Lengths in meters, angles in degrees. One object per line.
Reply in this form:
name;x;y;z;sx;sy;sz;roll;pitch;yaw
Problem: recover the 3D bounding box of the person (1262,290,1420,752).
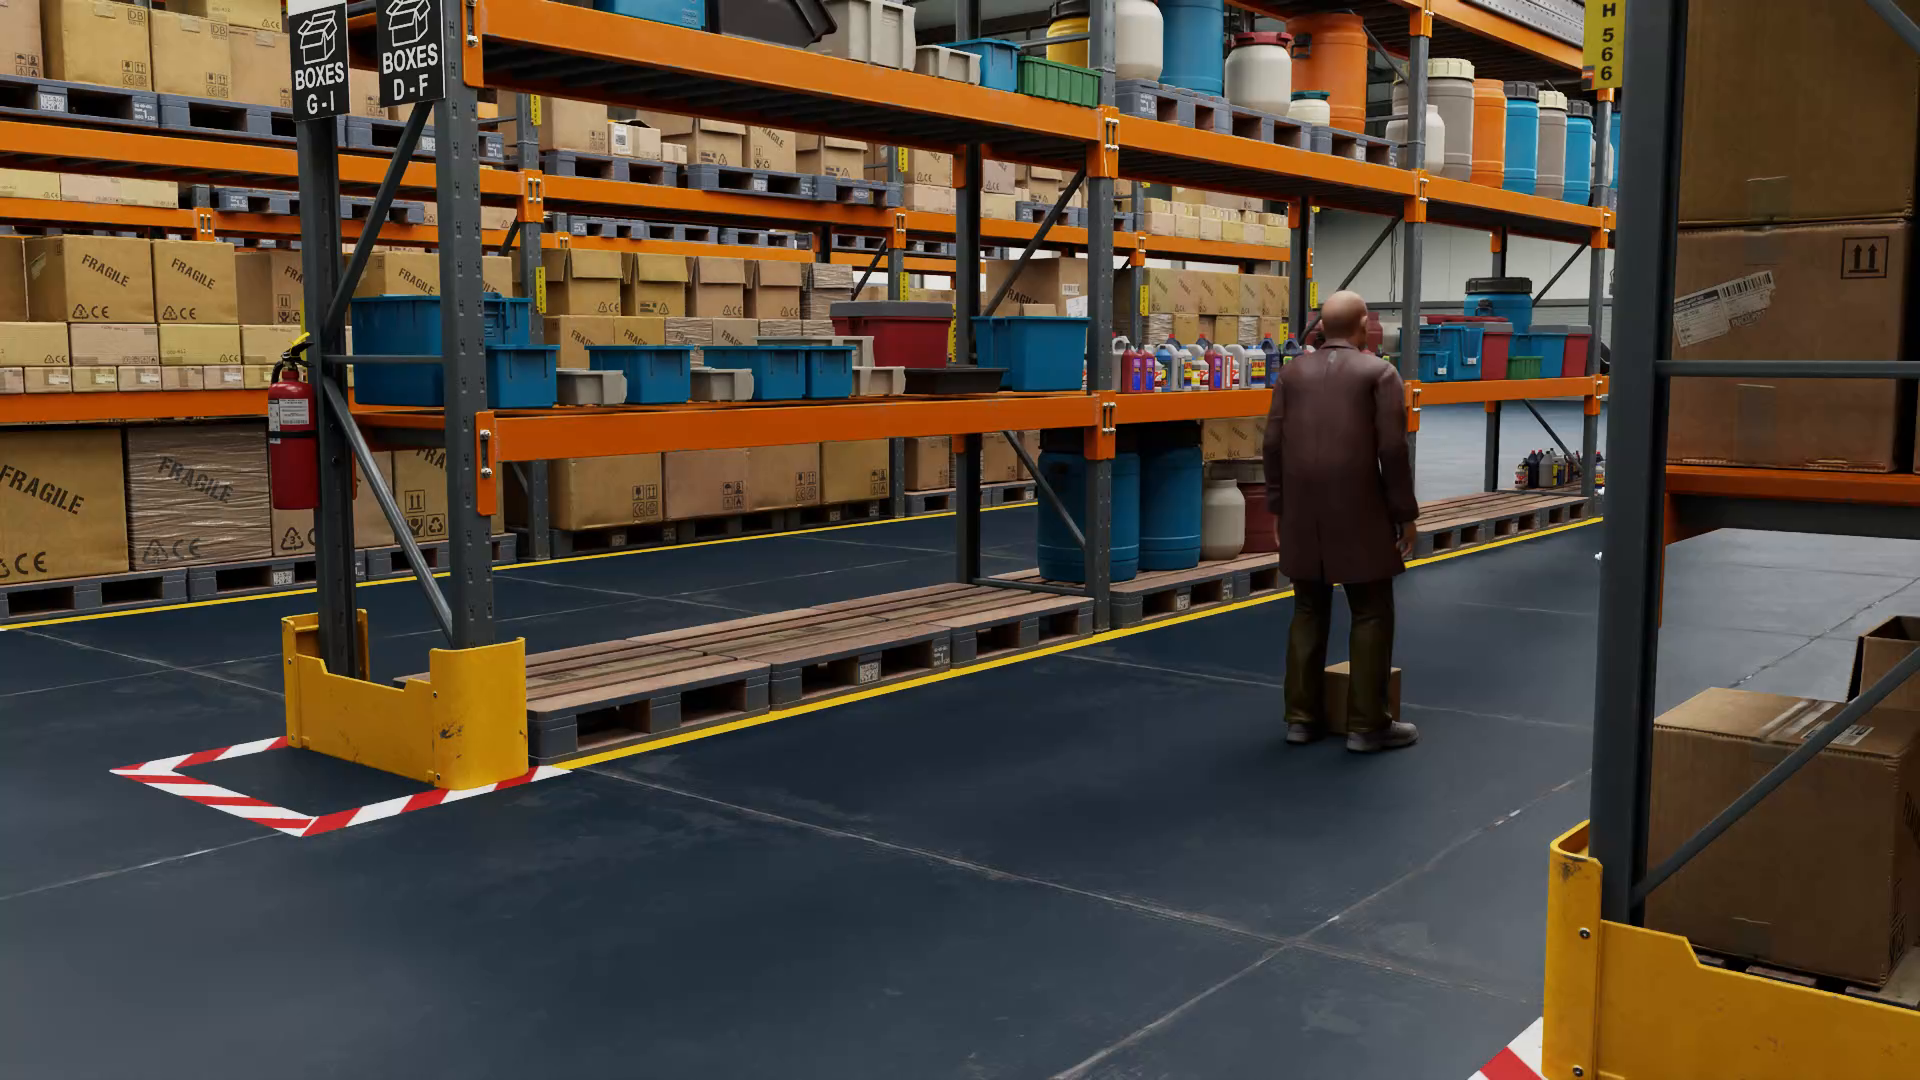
person;1.487;-0.084;6.518;0.644;1.774;0.424;5;8;39
